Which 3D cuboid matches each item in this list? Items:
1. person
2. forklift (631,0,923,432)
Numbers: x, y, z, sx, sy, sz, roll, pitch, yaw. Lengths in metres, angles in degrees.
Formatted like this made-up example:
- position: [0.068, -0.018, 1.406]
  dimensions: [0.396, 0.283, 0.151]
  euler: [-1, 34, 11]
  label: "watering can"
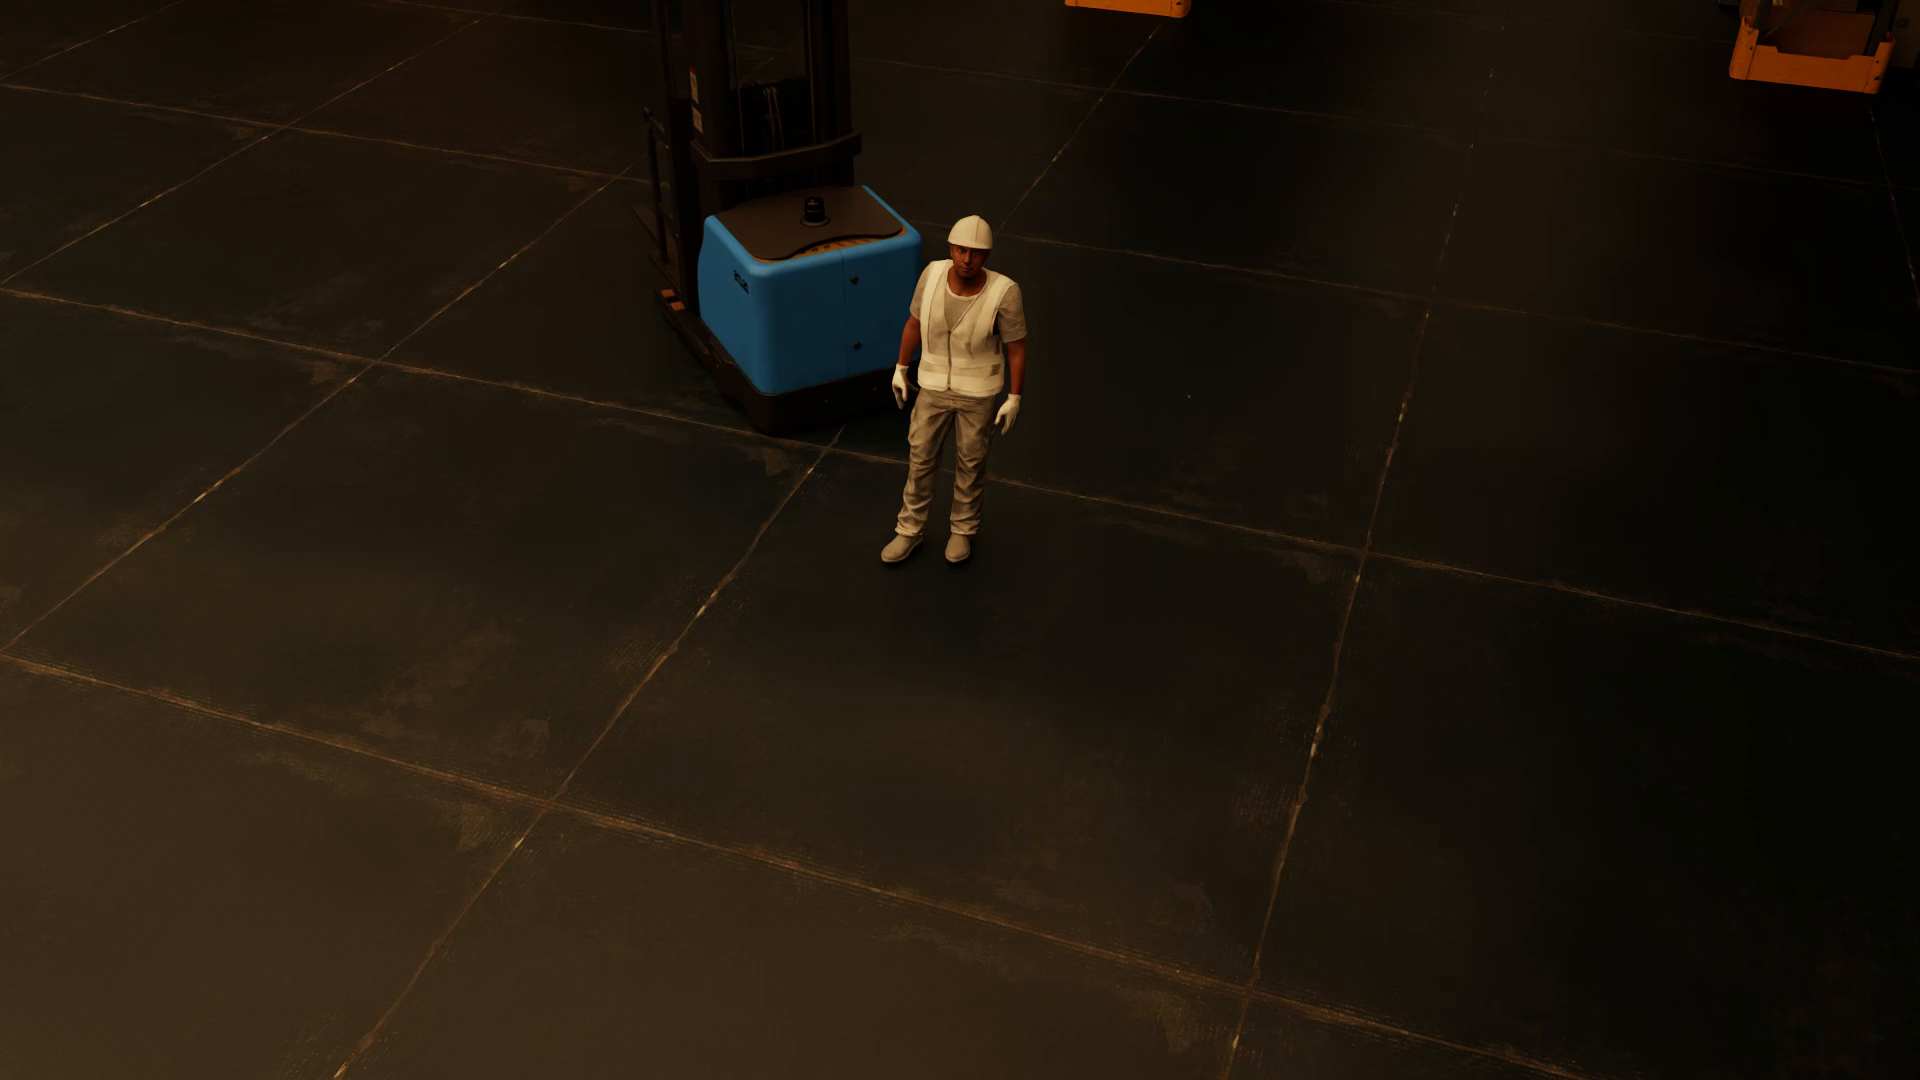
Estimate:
- position: [-0.031, -0.695, 8.072]
  dimensions: [0.656, 1.784, 0.575]
  euler: [12, 37, 16]
  label: "person"
- position: [-1.303, -2.644, 9.840]
  dimensions: [1.130, 2.935, 3.031]
  euler: [-16, 38, -21]
  label: "forklift"
